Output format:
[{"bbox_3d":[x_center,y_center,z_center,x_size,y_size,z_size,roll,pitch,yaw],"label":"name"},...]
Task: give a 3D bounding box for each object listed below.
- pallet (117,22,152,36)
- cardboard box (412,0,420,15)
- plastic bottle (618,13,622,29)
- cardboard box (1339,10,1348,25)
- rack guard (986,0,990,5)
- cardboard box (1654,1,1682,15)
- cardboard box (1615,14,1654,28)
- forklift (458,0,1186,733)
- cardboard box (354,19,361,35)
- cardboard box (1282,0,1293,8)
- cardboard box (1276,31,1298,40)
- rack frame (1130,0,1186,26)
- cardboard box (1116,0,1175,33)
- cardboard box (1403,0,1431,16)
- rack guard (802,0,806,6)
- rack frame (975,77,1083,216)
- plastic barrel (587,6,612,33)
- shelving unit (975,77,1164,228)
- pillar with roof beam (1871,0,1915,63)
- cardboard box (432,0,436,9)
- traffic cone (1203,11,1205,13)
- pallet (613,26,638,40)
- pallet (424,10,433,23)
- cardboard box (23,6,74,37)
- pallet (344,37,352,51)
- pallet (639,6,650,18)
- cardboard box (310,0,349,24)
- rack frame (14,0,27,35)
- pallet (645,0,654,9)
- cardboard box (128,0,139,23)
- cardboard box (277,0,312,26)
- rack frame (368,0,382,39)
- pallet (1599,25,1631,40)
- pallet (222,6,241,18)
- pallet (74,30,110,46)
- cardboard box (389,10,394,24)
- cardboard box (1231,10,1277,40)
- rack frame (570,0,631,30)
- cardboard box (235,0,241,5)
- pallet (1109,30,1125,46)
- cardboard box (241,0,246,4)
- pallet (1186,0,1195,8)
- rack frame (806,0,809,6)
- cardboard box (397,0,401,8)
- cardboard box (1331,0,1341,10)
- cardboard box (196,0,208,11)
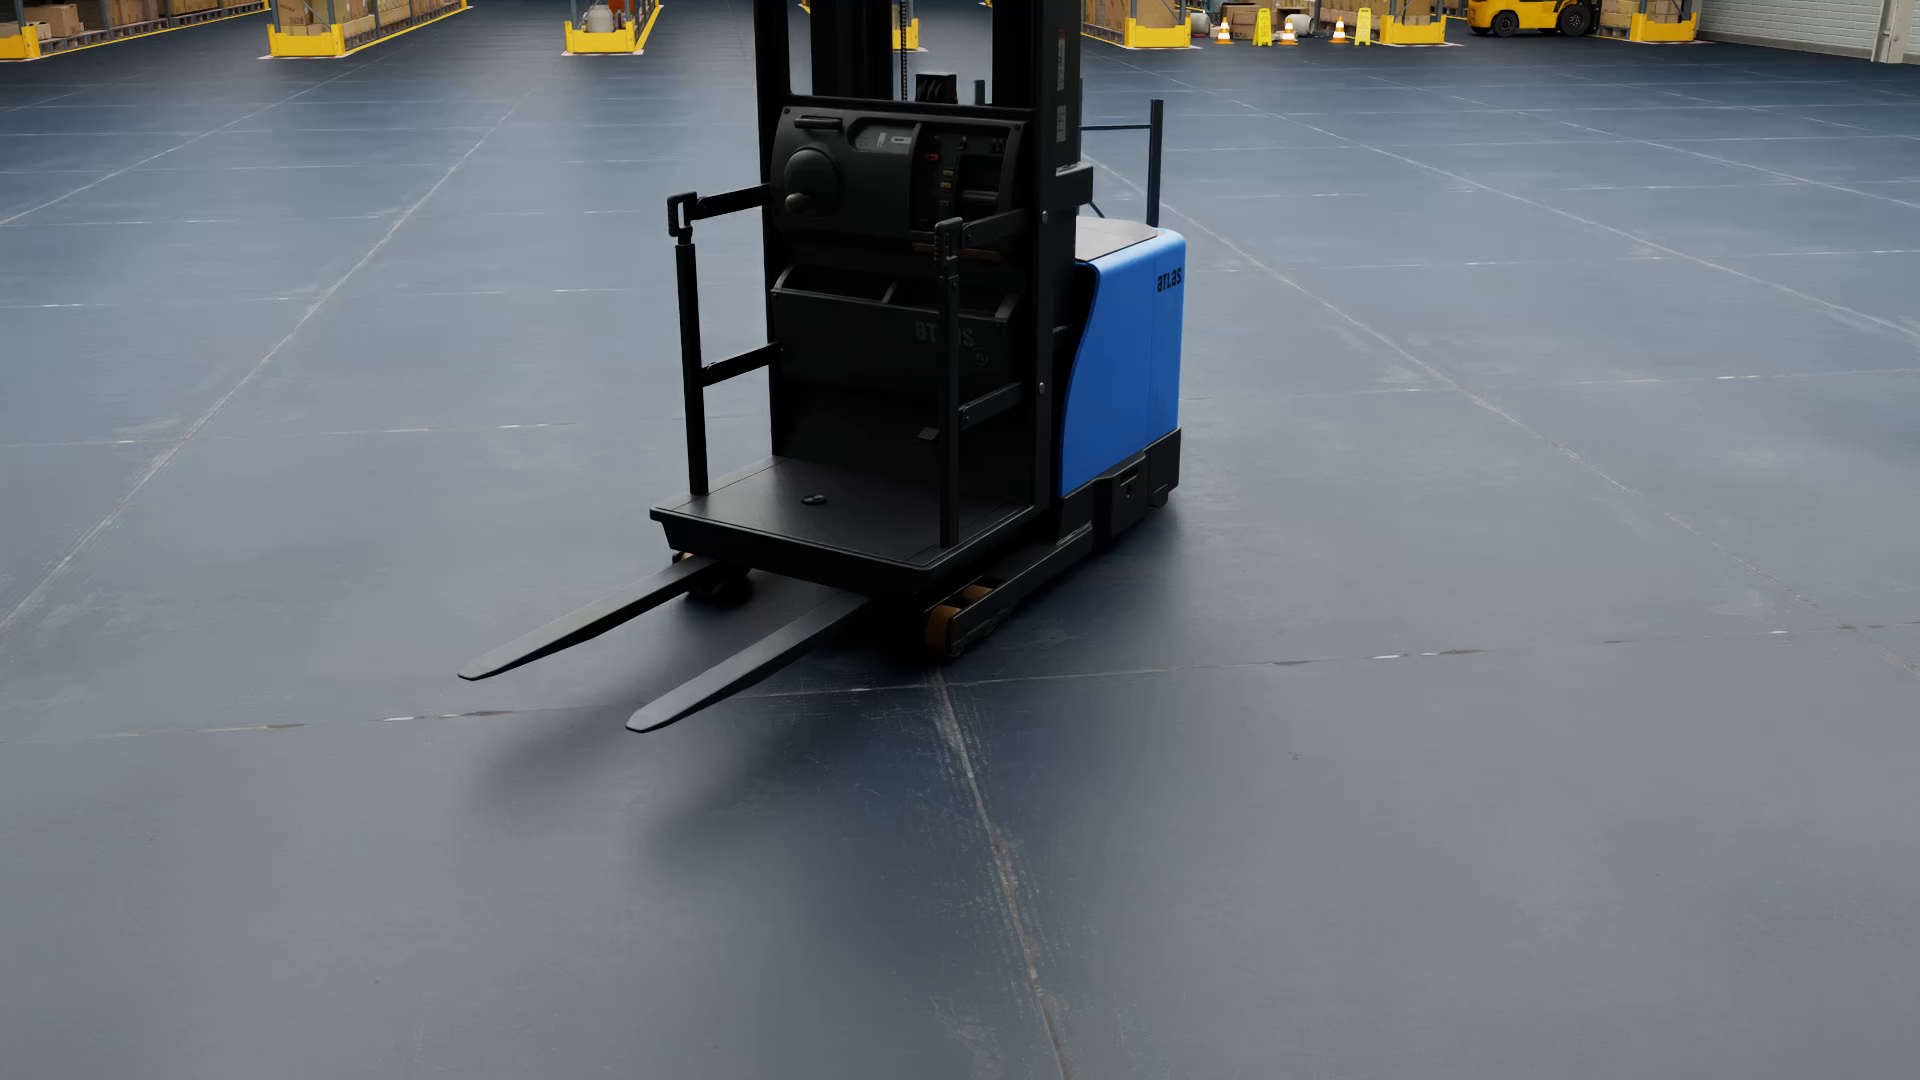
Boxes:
[{"bbox_3d":[-16.905,-10.223,33.286,1.003,0.211,1.213,-3,21,-8],"label":"pallet"},{"bbox_3d":[-12.070,-11.680,36.144,0.500,0.500,0.500,-2,21,-5],"label":"cardboard box"},{"bbox_3d":[-6.442,-9.821,31.478,0.061,0.283,0.133,-3,21,-8],"label":"plastic bottle"},{"bbox_3d":[7.884,-10.409,33.127,0.500,0.250,0.500,-3,21,-8],"label":"cardboard box"},{"bbox_3d":[1.296,-14.759,45.017,1.175,0.500,0.348,-3,21,-8],"label":"rack guard"},{"bbox_3d":[13.525,-10.269,32.038,0.500,0.250,0.500,-3,21,-7],"label":"cardboard box"},{"bbox_3d":[13.007,-10.008,32.054,0.500,0.250,0.500,-3,21,-7],"label":"cardboard box"},{"bbox_3d":[-0.321,-1.186,5.203,1.130,2.935,3.031,12,24,29],"label":"forklift"},{"bbox_3d":[-11.206,-9.328,30.233,0.500,0.250,0.500,-3,21,-8],"label":"cardboard box"},{"bbox_3d":[7.612,-11.722,36.471,0.950,0.372,0.625,-2,21,-6],"label":"cardboard box"},{"bbox_3d":[6.288,-9.717,32.020,0.380,0.149,0.250,8,22,20],"label":"cardboard box"},{"bbox_3d":[3.592,-10.416,29.818,1.000,3.000,0.127,-3,21,-8],"label":"rack frame"},{"bbox_3d":[3.429,-9.849,30.736,0.875,0.875,0.875,-3,21,-7],"label":"cardboard box"},{"bbox_3d":[8.629,-10.262,31.663,0.500,0.500,0.500,-4,21,-10],"label":"cardboard box"},{"bbox_3d":[-3.641,-14.578,44.534,1.175,0.500,0.348,-3,21,-8],"label":"rack guard"},{"bbox_3d":[0.313,-1.383,7.775,0.500,1.500,0.032,-5,21,-14],"label":"rack frame"},{"bbox_3d":[-6.403,-9.207,29.535,0.421,0.512,0.421,0,20,0],"label":"plastic barrel"},{"bbox_3d":[0.440,-1.211,7.314,0.538,1.500,1.048,-5,21,-14],"label":"shelving unit"},{"bbox_3d":[10.783,-11.755,24.828,9.100,9.000,0.400,-3,21,-8],"label":"pillar with roof beam"},{"bbox_3d":[-12.446,-12.565,38.514,0.500,0.500,0.500,-3,21,-8],"label":"cardboard box"},{"bbox_3d":[5.303,-11.306,35.826,0.336,0.463,0.334,-3,21,-8],"label":"traffic cone"},{"bbox_3d":[-6.753,-9.795,32.141,1.003,0.211,1.213,-3,21,-8],"label":"pallet"},{"bbox_3d":[-12.530,-11.848,37.637,1.003,0.211,1.213,-3,21,-8],"label":"pallet"},{"bbox_3d":[-16.185,-9.185,29.464,0.700,0.500,0.500,-4,21,-11],"label":"cardboard box"},{"bbox_3d":[-11.286,-8.659,29.099,1.003,0.211,1.213,-3,21,-8],"label":"pallet"},{"bbox_3d":[-7.892,-12.531,39.464,1.003,0.211,1.213,-3,21,-8],"label":"pallet"},{"bbox_3d":[-11.065,-9.333,29.174,0.500,0.500,0.500,-3,21,-8],"label":"cardboard box"},{"bbox_3d":[-16.036,-9.452,27.235,1.000,3.000,0.127,-3,21,-8],"label":"rack frame"},{"bbox_3d":[-8.458,-13.897,43.123,1.003,0.211,1.213,-3,21,-8],"label":"pallet"},{"bbox_3d":[-16.975,-10.655,33.401,0.700,0.500,0.500,-3,21,-8],"label":"cardboard box"},{"bbox_3d":[-11.506,-9.133,28.641,0.500,0.500,0.500,-3,21,-8],"label":"cardboard box"},{"bbox_3d":[-11.711,-11.088,31.616,1.000,3.000,0.127,-3,21,-8],"label":"rack frame"},{"bbox_3d":[13.235,-9.909,32.445,1.003,0.211,1.213,-3,21,-8],"label":"pallet"},{"bbox_3d":[-17.798,-12.567,39.563,1.003,0.211,1.213,-3,21,-8],"label":"pallet"},{"bbox_3d":[-16.481,-9.300,30.813,1.003,0.211,1.213,-3,21,-8],"label":"pallet"},{"bbox_3d":[-11.674,-10.505,33.384,0.500,0.250,0.500,-4,21,-9],"label":"cardboard box"},{"bbox_3d":[5.717,-10.012,32.303,0.637,0.503,0.797,17,27,39],"label":"cardboard box"},{"bbox_3d":[-6.232,-9.951,28.573,1.000,3.000,0.127,-3,21,-8],"label":"rack frame"},{"bbox_3d":[-17.913,-13.248,40.372,0.700,0.500,0.500,-2,21,-6],"label":"cardboard box"},{"bbox_3d":[3.399,-9.383,31.036,1.003,0.211,1.213,-3,21,-8],"label":"pallet"},{"bbox_3d":[-17.997,-13.432,40.866,0.700,0.500,0.500,-4,21,-10],"label":"cardboard box"},{"bbox_3d":[6.534,-14.240,44.041,1.003,0.211,1.213,-3,21,-8],"label":"pallet"},{"bbox_3d":[-3.637,-15.741,44.074,1.000,3.000,0.127,-3,21,-8],"label":"rack frame"},{"bbox_3d":[-11.817,-11.121,34.232,0.500,0.311,0.500,-3,21,-8],"label":"cardboard box"},{"bbox_3d":[7.806,-10.943,33.486,0.500,0.500,0.500,-2,21,-6],"label":"cardboard box"},{"bbox_3d":[-17.412,-12.270,37.253,0.750,0.750,0.750,-2,21,-6],"label":"cardboard box"}]
